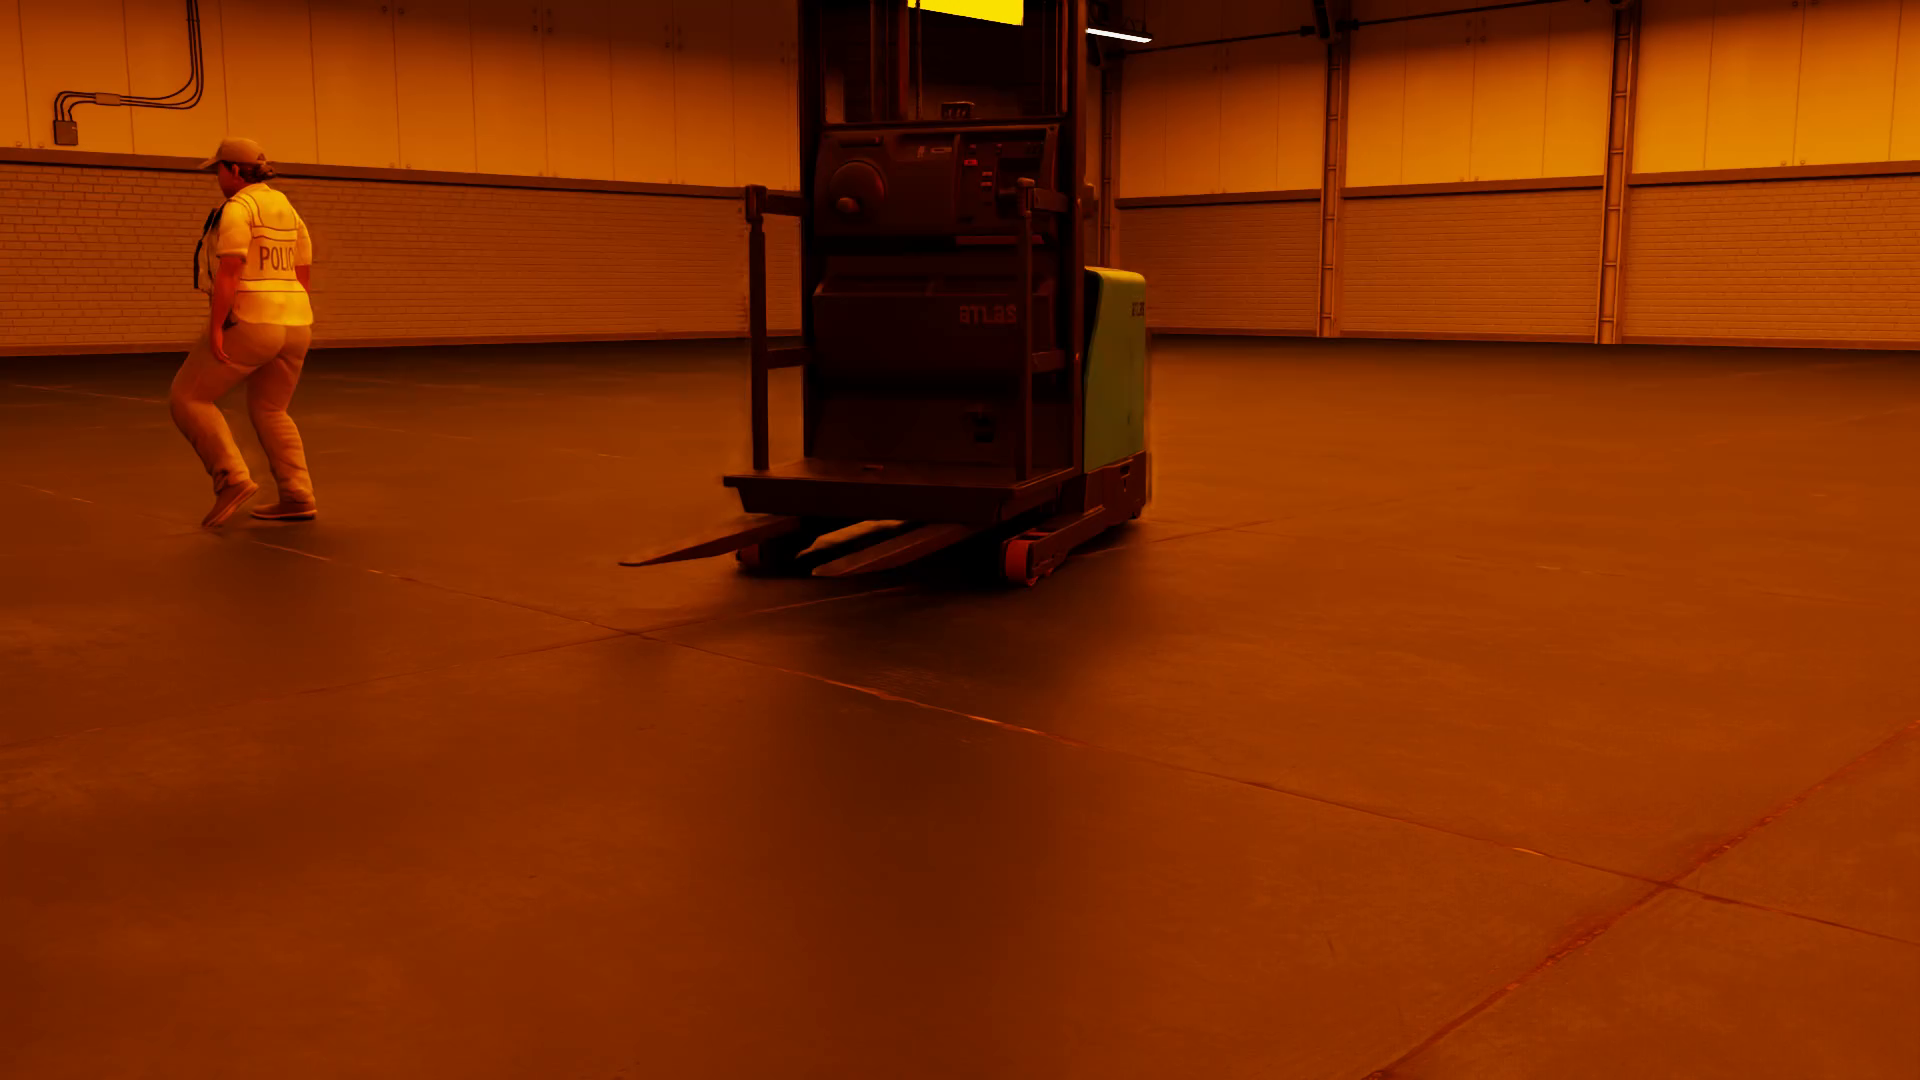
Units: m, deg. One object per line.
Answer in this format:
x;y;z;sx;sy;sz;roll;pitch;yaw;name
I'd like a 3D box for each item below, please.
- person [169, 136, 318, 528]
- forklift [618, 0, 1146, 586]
-3.083;-0.887;7.182;0.491;1.670;0.585;2;9;11;person
-0.162;-1.358;5.892;1.130;2.935;3.031;3;9;19;forklift
